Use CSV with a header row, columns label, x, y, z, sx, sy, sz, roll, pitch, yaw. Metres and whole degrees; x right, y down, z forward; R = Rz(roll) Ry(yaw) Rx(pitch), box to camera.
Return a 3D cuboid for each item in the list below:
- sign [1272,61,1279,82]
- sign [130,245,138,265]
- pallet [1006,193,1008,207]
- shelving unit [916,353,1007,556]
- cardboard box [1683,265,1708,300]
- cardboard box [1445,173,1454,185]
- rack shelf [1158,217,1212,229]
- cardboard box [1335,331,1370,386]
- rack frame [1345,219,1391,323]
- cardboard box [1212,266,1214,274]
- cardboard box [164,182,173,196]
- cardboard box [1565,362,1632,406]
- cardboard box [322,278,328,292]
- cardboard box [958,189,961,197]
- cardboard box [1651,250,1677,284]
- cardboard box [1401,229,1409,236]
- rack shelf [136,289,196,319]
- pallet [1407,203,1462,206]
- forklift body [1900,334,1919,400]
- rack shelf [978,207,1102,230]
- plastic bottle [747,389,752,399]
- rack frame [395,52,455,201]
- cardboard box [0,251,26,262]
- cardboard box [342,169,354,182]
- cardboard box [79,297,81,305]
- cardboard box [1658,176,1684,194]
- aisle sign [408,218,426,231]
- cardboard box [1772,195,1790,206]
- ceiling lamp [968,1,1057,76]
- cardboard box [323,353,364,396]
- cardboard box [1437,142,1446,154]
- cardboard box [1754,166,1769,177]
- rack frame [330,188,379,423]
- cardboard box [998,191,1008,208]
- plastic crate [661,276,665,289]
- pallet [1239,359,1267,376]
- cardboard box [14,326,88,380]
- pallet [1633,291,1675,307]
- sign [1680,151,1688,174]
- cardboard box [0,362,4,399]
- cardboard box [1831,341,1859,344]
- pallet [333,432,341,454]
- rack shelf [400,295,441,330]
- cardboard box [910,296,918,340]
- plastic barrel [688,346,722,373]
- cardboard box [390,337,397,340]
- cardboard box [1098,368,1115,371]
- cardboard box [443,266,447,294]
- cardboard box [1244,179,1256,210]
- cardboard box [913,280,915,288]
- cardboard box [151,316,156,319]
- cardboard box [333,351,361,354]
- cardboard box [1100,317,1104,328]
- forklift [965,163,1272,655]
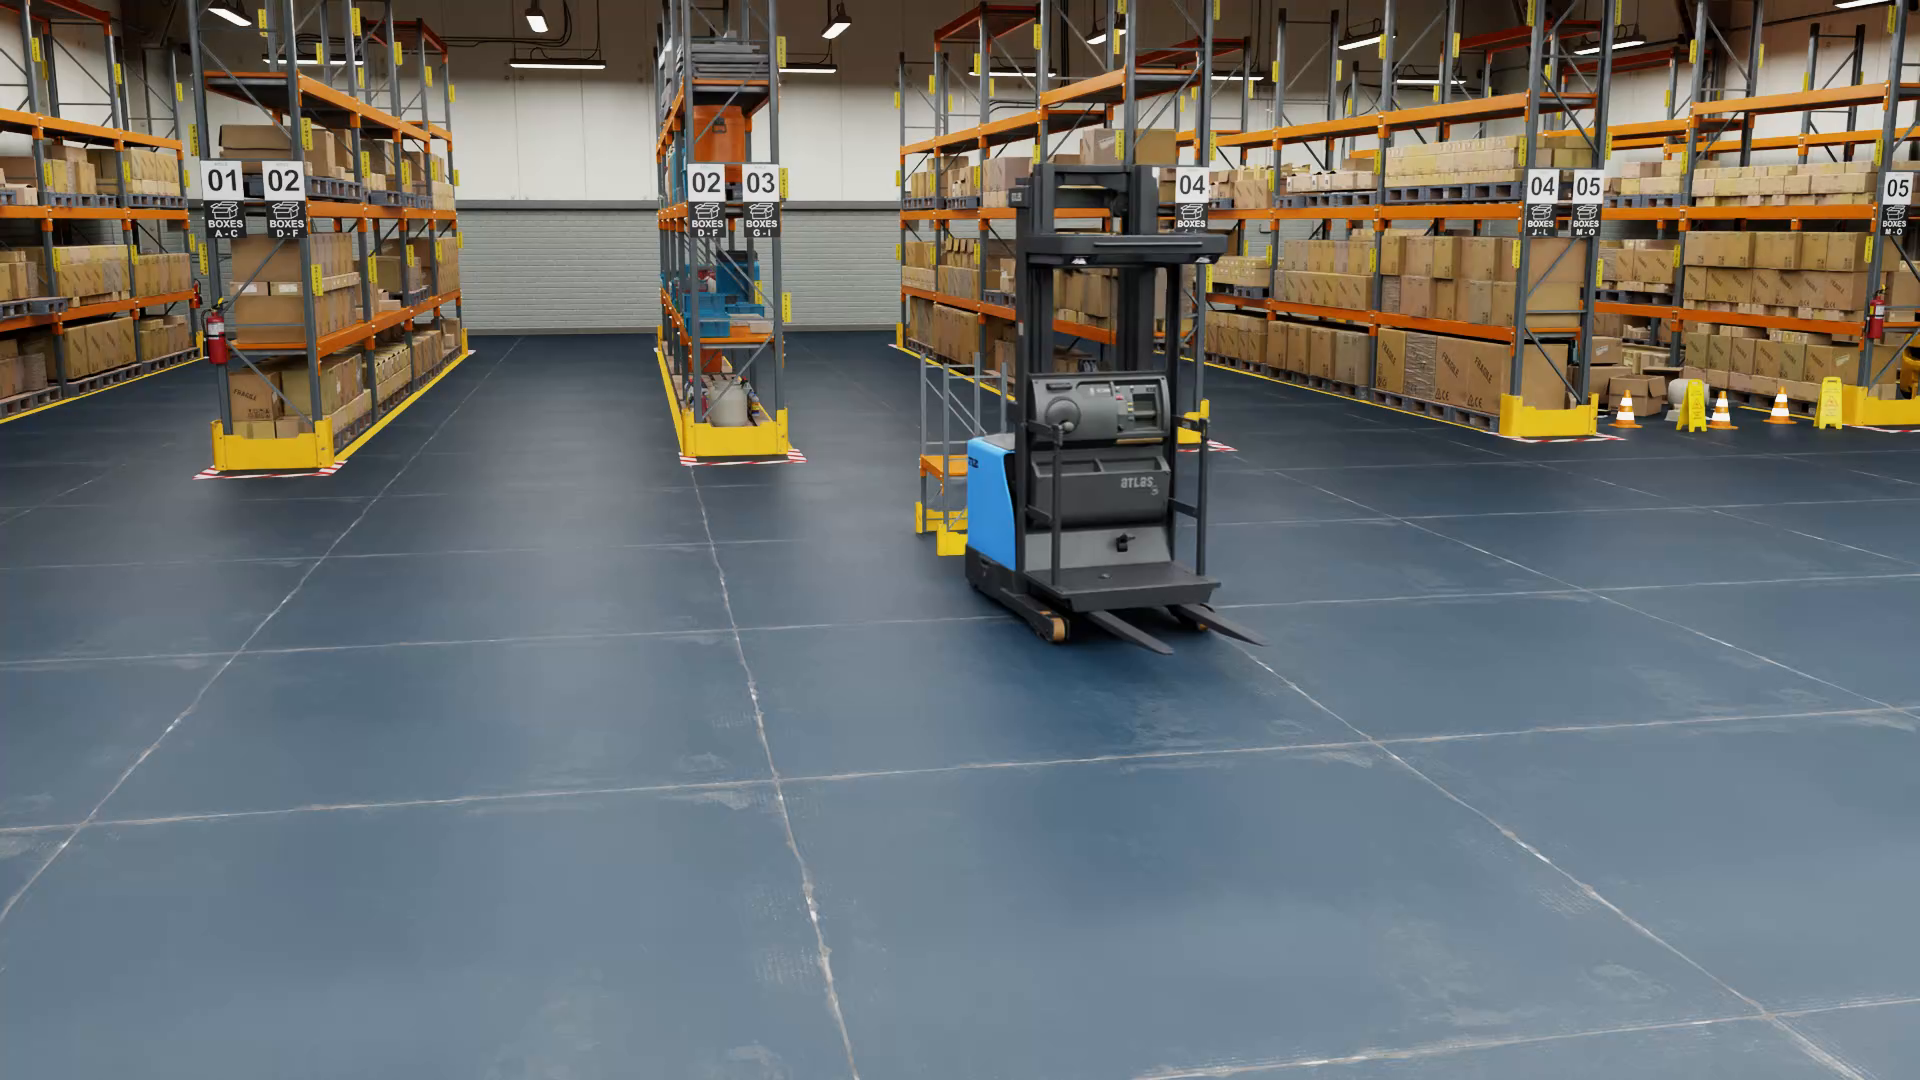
label,x,y,z,sx,sy,sz,roll,pitch,yaw
sign,5.173,-7.676,27.249,0.100,0.325,0.005,-2,11,-11
sign,-14.005,-4.836,28.195,0.100,0.325,0.005,-2,11,-11
pallet,1.376,-5.046,24.664,1.213,0.211,1.003,-2,11,-11
shelving unit,0.015,-0.723,13.483,0.587,1.500,1.083,-2,11,-11
cardboard box,11.129,-3.822,24.692,0.500,0.500,0.500,-2,11,-11
cardboard box,6.566,-4.719,21.729,0.380,0.149,0.250,-2,11,-10
rack shelf,4.536,-6.473,33.586,1.077,0.370,4.000,-2,11,-11
cardboard box,6.272,-2.731,24.916,1.050,0.750,0.750,-2,11,-11
rack frame,8.983,-5.919,36.770,1.000,3.000,0.127,-2,11,-11
cardboard box,4.760,-4.935,30.353,0.380,0.149,0.250,-2,11,-9
cardboard box,-14.808,-6.453,30.566,0.500,0.250,0.500,-3,11,-13
cardboard box,9.080,-2.226,23.681,0.797,0.637,0.503,-2,11,-11
cardboard box,-7.411,-2.901,18.913,0.380,0.149,0.250,-3,11,-13
cardboard box,0.183,-6.102,29.262,0.380,0.149,0.250,-3,11,-13
cardboard box,11.002,-4.196,25.532,0.500,0.500,0.500,-2,11,-12
cardboard box,9.255,-6.278,33.980,0.380,0.149,0.250,-2,11,-11
rack shelf,-14.925,-4.298,30.177,1.077,0.370,4.000,-2,11,-11
pallet,9.612,-6.765,33.434,1.003,0.211,1.213,-2,11,-11
forklift body,14.805,-3.030,23.862,2.313,2.155,1.214,-2,11,-11
rack shelf,1.208,-4.844,25.027,1.077,0.370,4.000,-2,11,-11
plastic bottle,-2.656,-1.782,21.155,0.097,0.271,0.097,0,11,0
rack frame,-10.455,-8.146,32.426,1.000,3.000,0.127,-2,11,-11
cardboard box,-13.661,-4.072,23.891,0.380,0.149,0.250,-4,11,-18
cardboard box,-8.232,-4.717,21.714,0.500,0.250,0.500,-1,11,-5
cardboard box,-13.833,-3.693,25.696,0.380,0.149,0.250,-2,11,-10
cardboard box,11.062,-5.426,25.436,0.500,0.250,0.500,-2,11,-12
aisle sign,-10.757,-6.478,32.754,0.394,0.787,0.004,-2,11,-11
cardboard box,11.409,-4.670,22.857,0.380,0.149,0.250,-2,11,-12
ceiling lamp,1.228,-11.957,36.841,2.000,3.185,0.800,-2,11,-11
cardboard box,-7.731,-2.052,20.683,0.500,0.500,0.500,-2,11,-11
cardboard box,6.515,-5.158,21.902,0.380,0.149,0.250,-2,11,-11
cardboard box,11.365,-5.153,23.265,0.380,0.149,0.250,-2,11,-12
rack frame,-8.121,-2.998,21.424,1.000,3.000,0.127,-2,11,-11
cardboard box,0.869,-5.207,25.411,0.500,0.250,0.500,-2,11,-10
plastic crate,-5.556,-4.972,32.081,0.416,0.233,0.300,-2,11,-11
pallet,5.553,-3.026,29.032,1.003,0.211,1.213,-2,11,-11
cardboard box,-13.772,-2.840,25.224,0.750,0.750,0.750,-2,11,-12
pallet,11.311,-3.769,25.989,1.003,0.211,1.213,-2,11,-11
sign,10.774,-5.618,24.732,0.100,0.325,0.005,-2,11,-11
cardboard box,-13.349,-2.127,22.360,0.700,0.500,0.500,-2,11,-10
cardboard box,12.098,-2.466,22.856,0.500,0.500,0.500,-3,11,-13
pallet,-7.533,-1.033,18.559,1.003,0.211,1.213,-2,11,-11
rack shelf,-9.288,-3.745,27.273,1.077,0.370,4.000,-2,11,-11
cardboard box,-0.534,-4.606,34.434,0.875,0.875,0.875,-2,11,-11
plastic barrel,-4.152,-3.140,26.853,0.600,0.830,0.708,-2,11,-11
cardboard box,-9.520,-3.073,27.331,0.500,0.500,0.500,-3,11,-13
cardboard box,2.016,-1.941,21.435,0.500,0.500,0.500,-1,11,-6
cardboard box,-9.612,-4.711,30.160,0.500,0.500,0.500,-2,11,-10
cardboard box,5.233,-5.962,28.709,0.500,0.500,0.500,-2,11,-11
cardboard box,-0.740,-5.122,33.256,0.380,0.149,0.250,-2,11,-12
cardboard box,-15.152,-4.067,30.869,0.380,0.149,0.250,-2,11,-11
cardboard box,-8.878,-2.566,23.887,0.500,0.311,0.500,-2,11,-13
cardboard box,1.936,-2.681,20.433,0.380,0.149,0.250,-2,11,-11
forklift,0.978,-0.881,10.484,1.130,2.935,3.031,-3,11,-18
